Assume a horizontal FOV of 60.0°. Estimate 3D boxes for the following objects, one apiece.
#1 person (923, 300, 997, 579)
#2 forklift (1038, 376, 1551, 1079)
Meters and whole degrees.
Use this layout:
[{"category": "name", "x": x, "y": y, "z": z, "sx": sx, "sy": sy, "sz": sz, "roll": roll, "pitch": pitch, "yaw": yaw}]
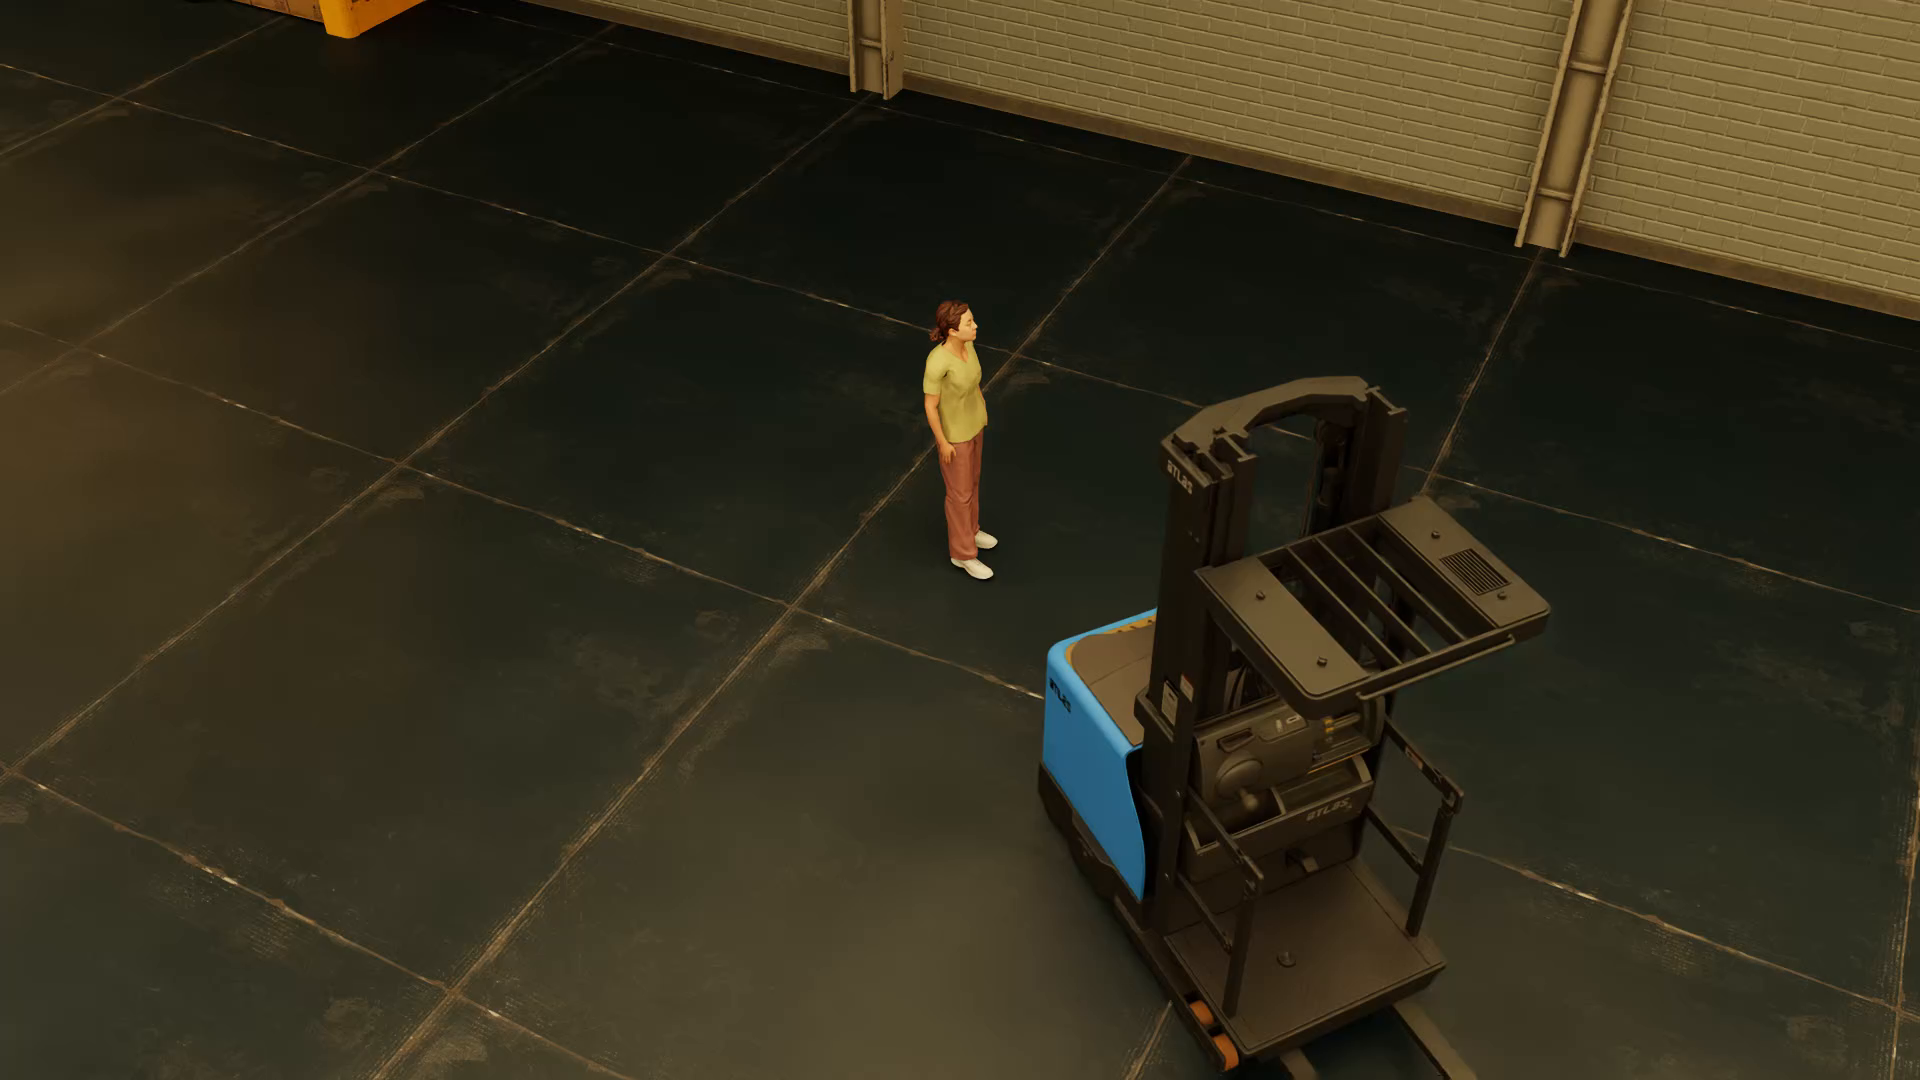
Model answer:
[{"category": "person", "x": 0.060, "y": -0.618, "z": 9.684, "sx": 0.549, "sy": 1.675, "sz": 0.555, "roll": 18, "pitch": 43, "yaw": 21}, {"category": "forklift", "x": 1.499, "y": 0.925, "z": 6.888, "sx": 1.130, "sy": 2.935, "sz": 3.031, "roll": -17, "pitch": 43, "yaw": -19}]
